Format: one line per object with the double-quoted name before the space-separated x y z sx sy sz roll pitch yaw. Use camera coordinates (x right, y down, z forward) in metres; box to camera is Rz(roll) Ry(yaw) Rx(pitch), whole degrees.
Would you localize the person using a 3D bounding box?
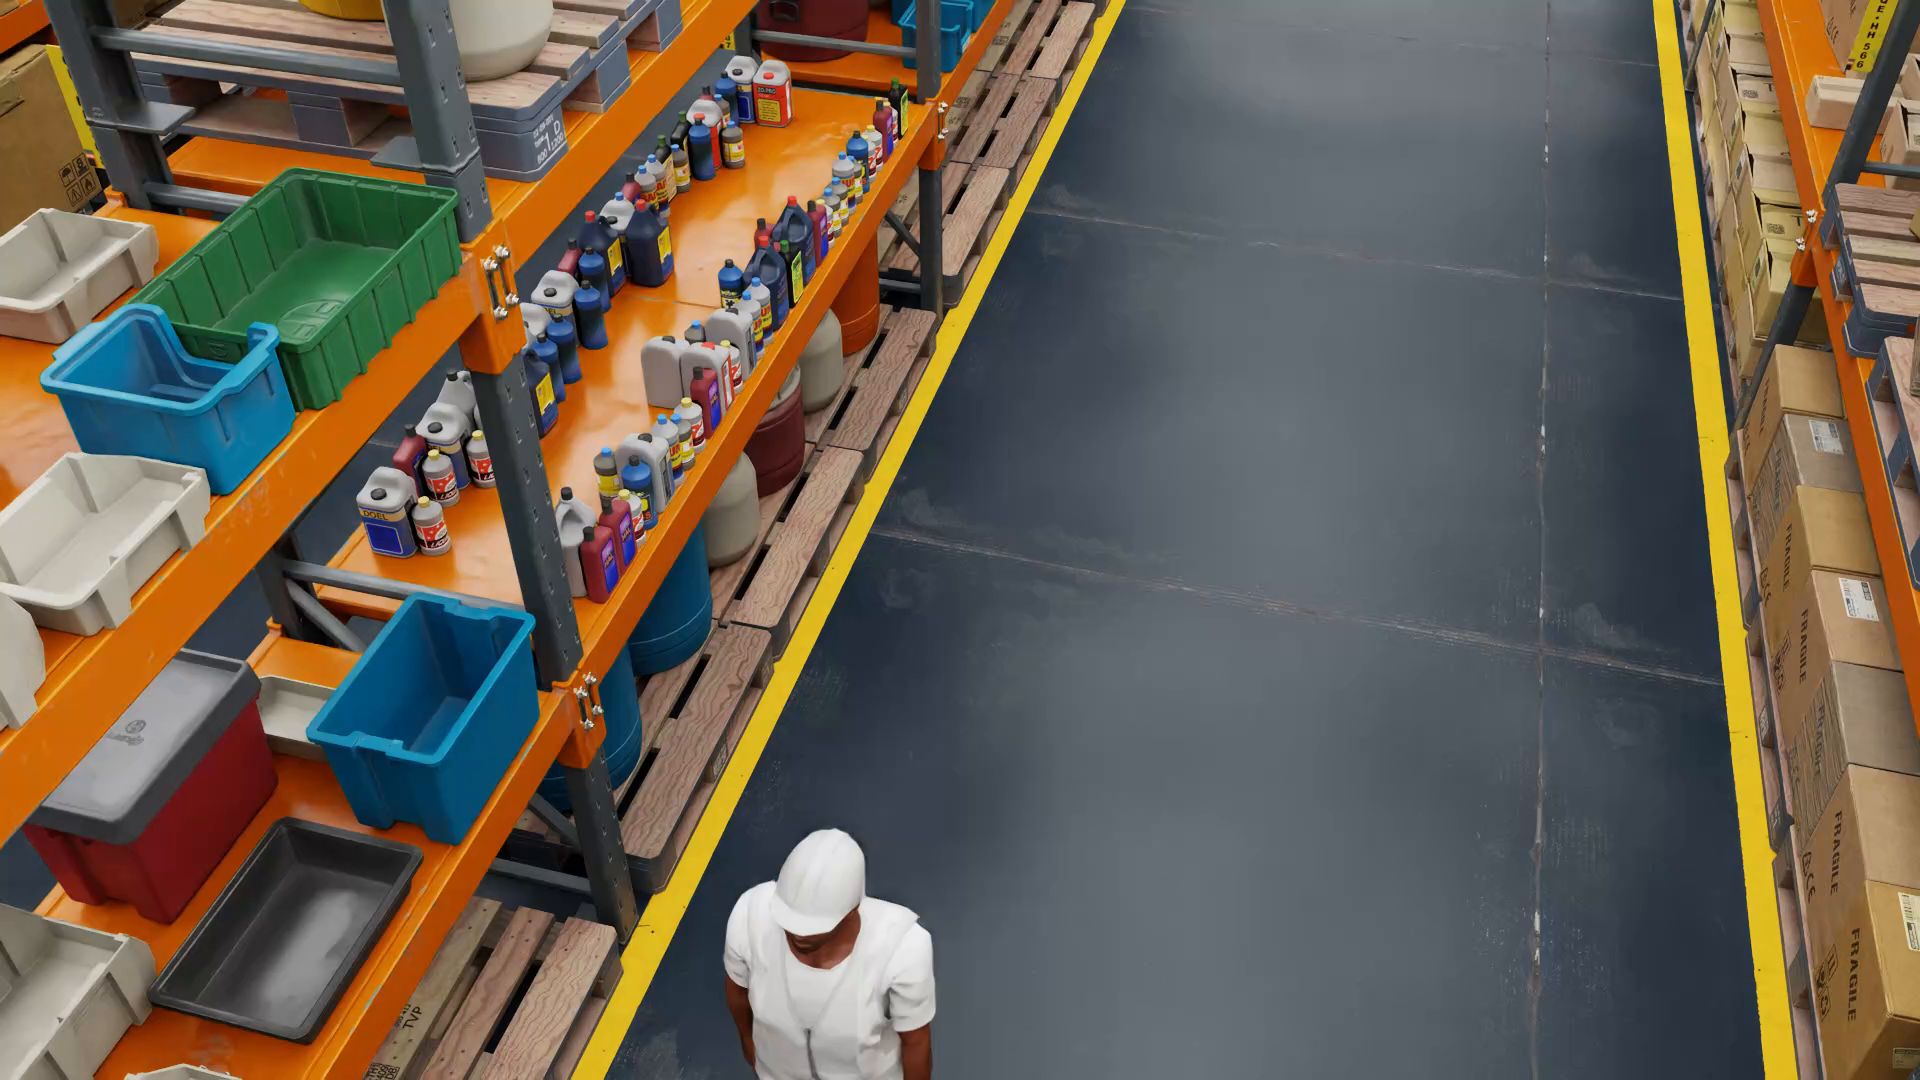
"person" -0.356 1.447 4.437 0.578 1.780 0.463 6 41 7
